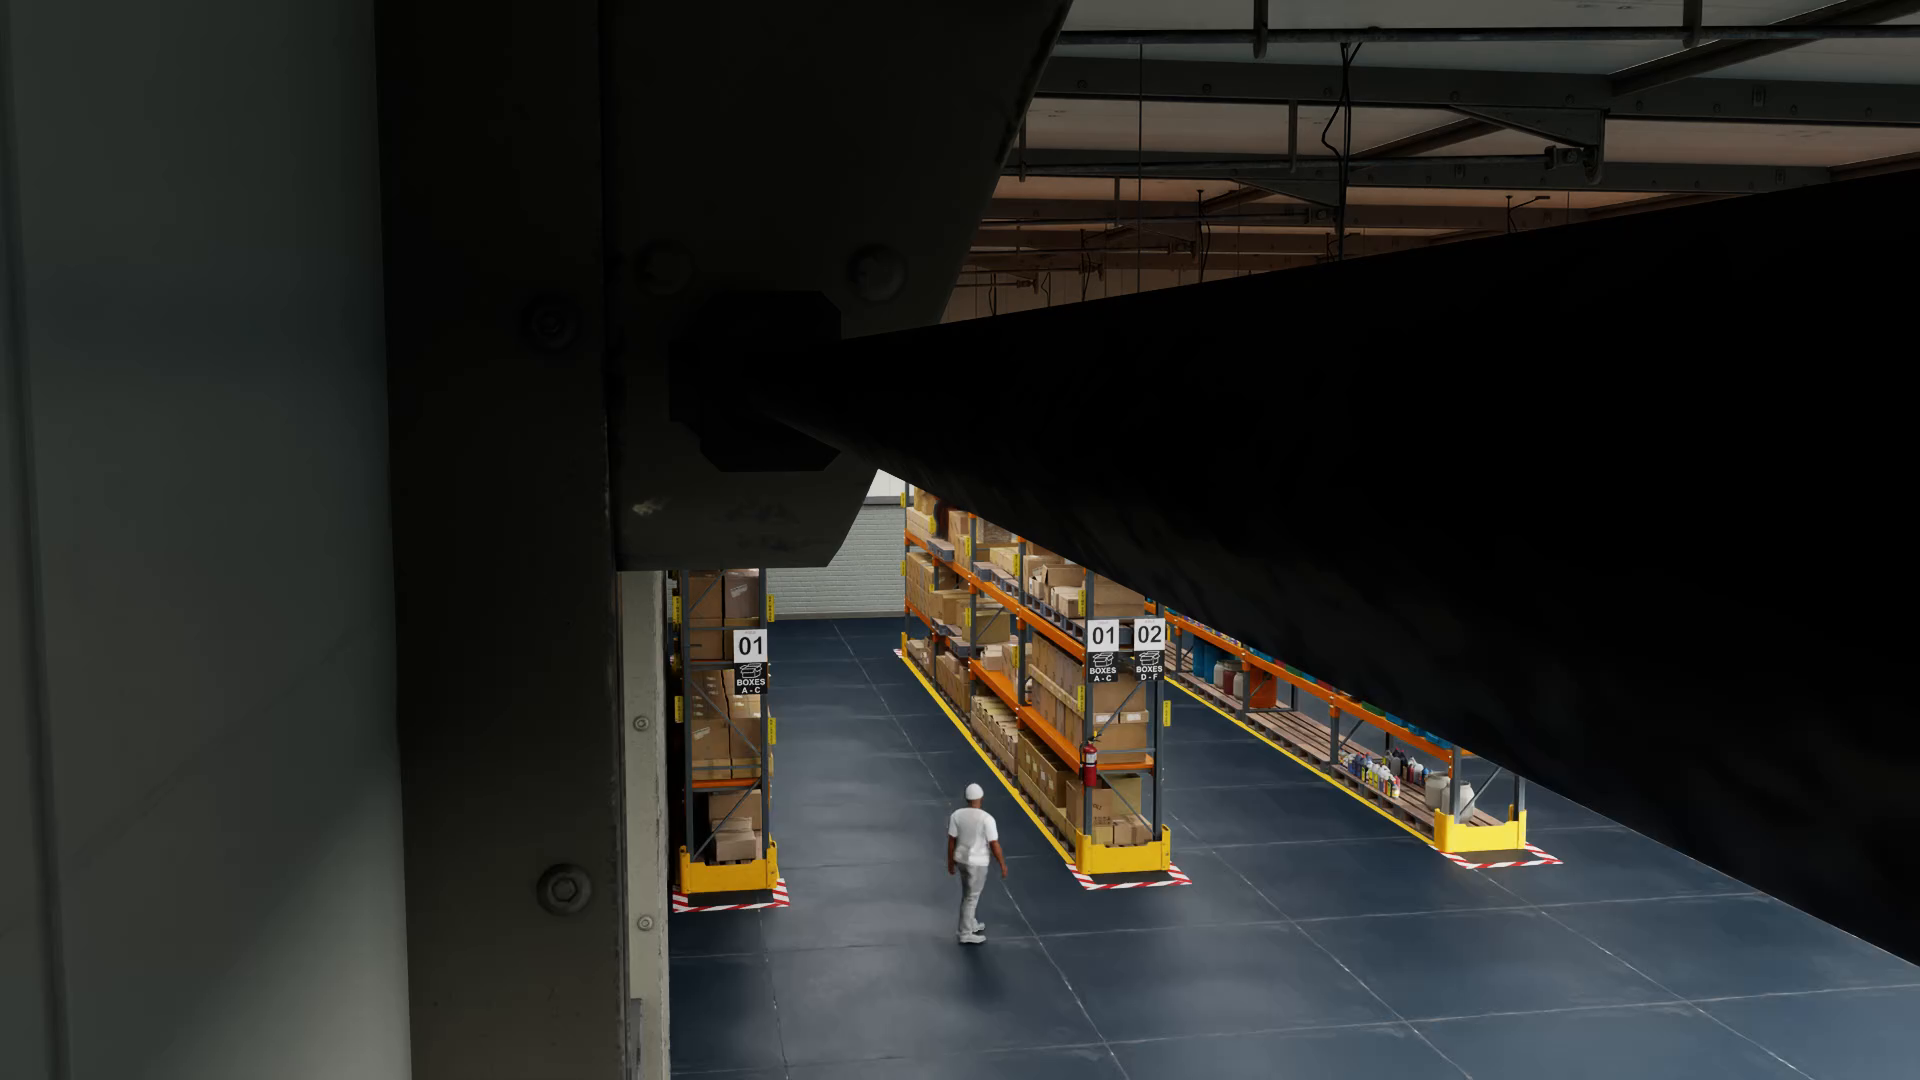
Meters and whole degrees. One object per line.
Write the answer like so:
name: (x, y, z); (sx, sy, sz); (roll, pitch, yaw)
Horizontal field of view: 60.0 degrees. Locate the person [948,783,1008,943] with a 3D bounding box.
person: (0.213, 3.559, 18.397); (0.569, 1.761, 0.612); (-5, 8, -39)
